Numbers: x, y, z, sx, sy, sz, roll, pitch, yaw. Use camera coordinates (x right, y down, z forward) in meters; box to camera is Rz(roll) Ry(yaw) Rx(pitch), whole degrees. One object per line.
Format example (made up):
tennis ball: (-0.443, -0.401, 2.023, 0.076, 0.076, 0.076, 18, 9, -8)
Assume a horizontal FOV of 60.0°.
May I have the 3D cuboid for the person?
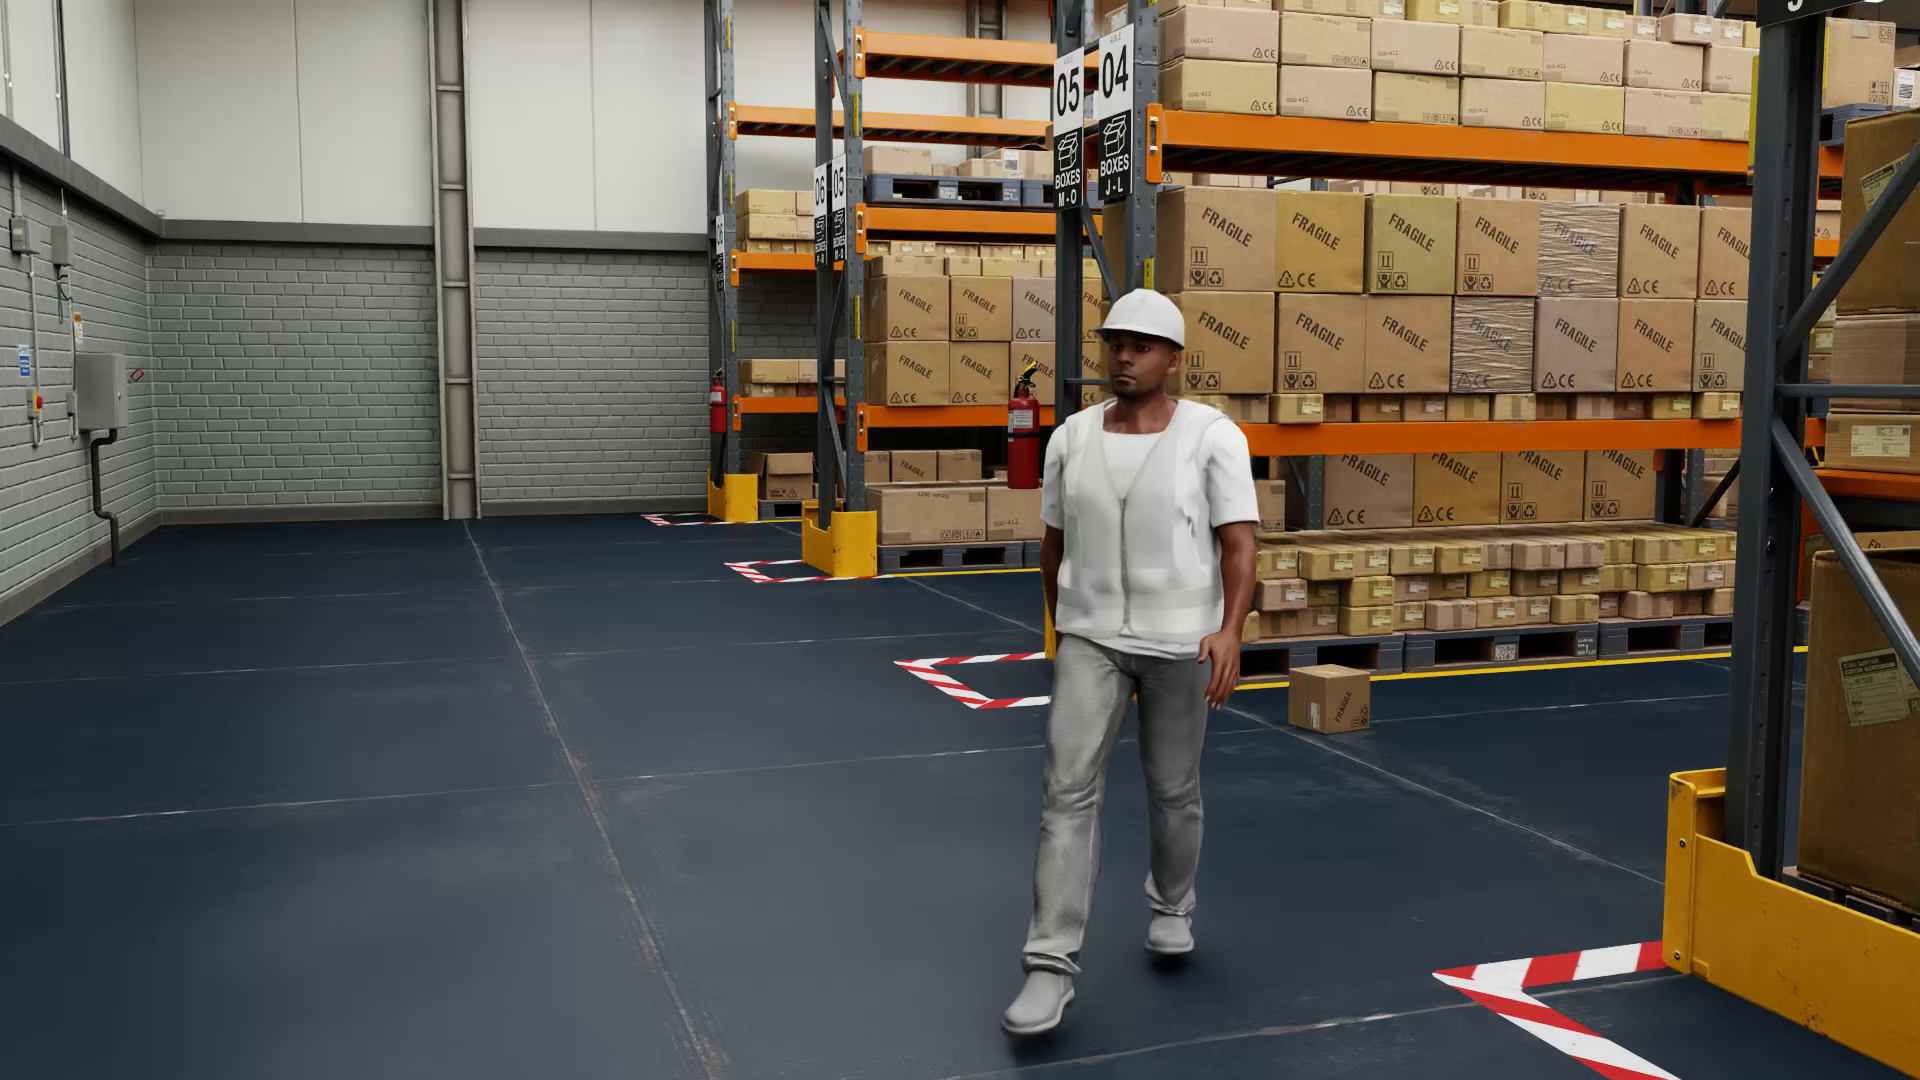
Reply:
person: (0.421, 0.249, 4.060, 0.581, 1.719, 0.953, 2, 6, 17)
